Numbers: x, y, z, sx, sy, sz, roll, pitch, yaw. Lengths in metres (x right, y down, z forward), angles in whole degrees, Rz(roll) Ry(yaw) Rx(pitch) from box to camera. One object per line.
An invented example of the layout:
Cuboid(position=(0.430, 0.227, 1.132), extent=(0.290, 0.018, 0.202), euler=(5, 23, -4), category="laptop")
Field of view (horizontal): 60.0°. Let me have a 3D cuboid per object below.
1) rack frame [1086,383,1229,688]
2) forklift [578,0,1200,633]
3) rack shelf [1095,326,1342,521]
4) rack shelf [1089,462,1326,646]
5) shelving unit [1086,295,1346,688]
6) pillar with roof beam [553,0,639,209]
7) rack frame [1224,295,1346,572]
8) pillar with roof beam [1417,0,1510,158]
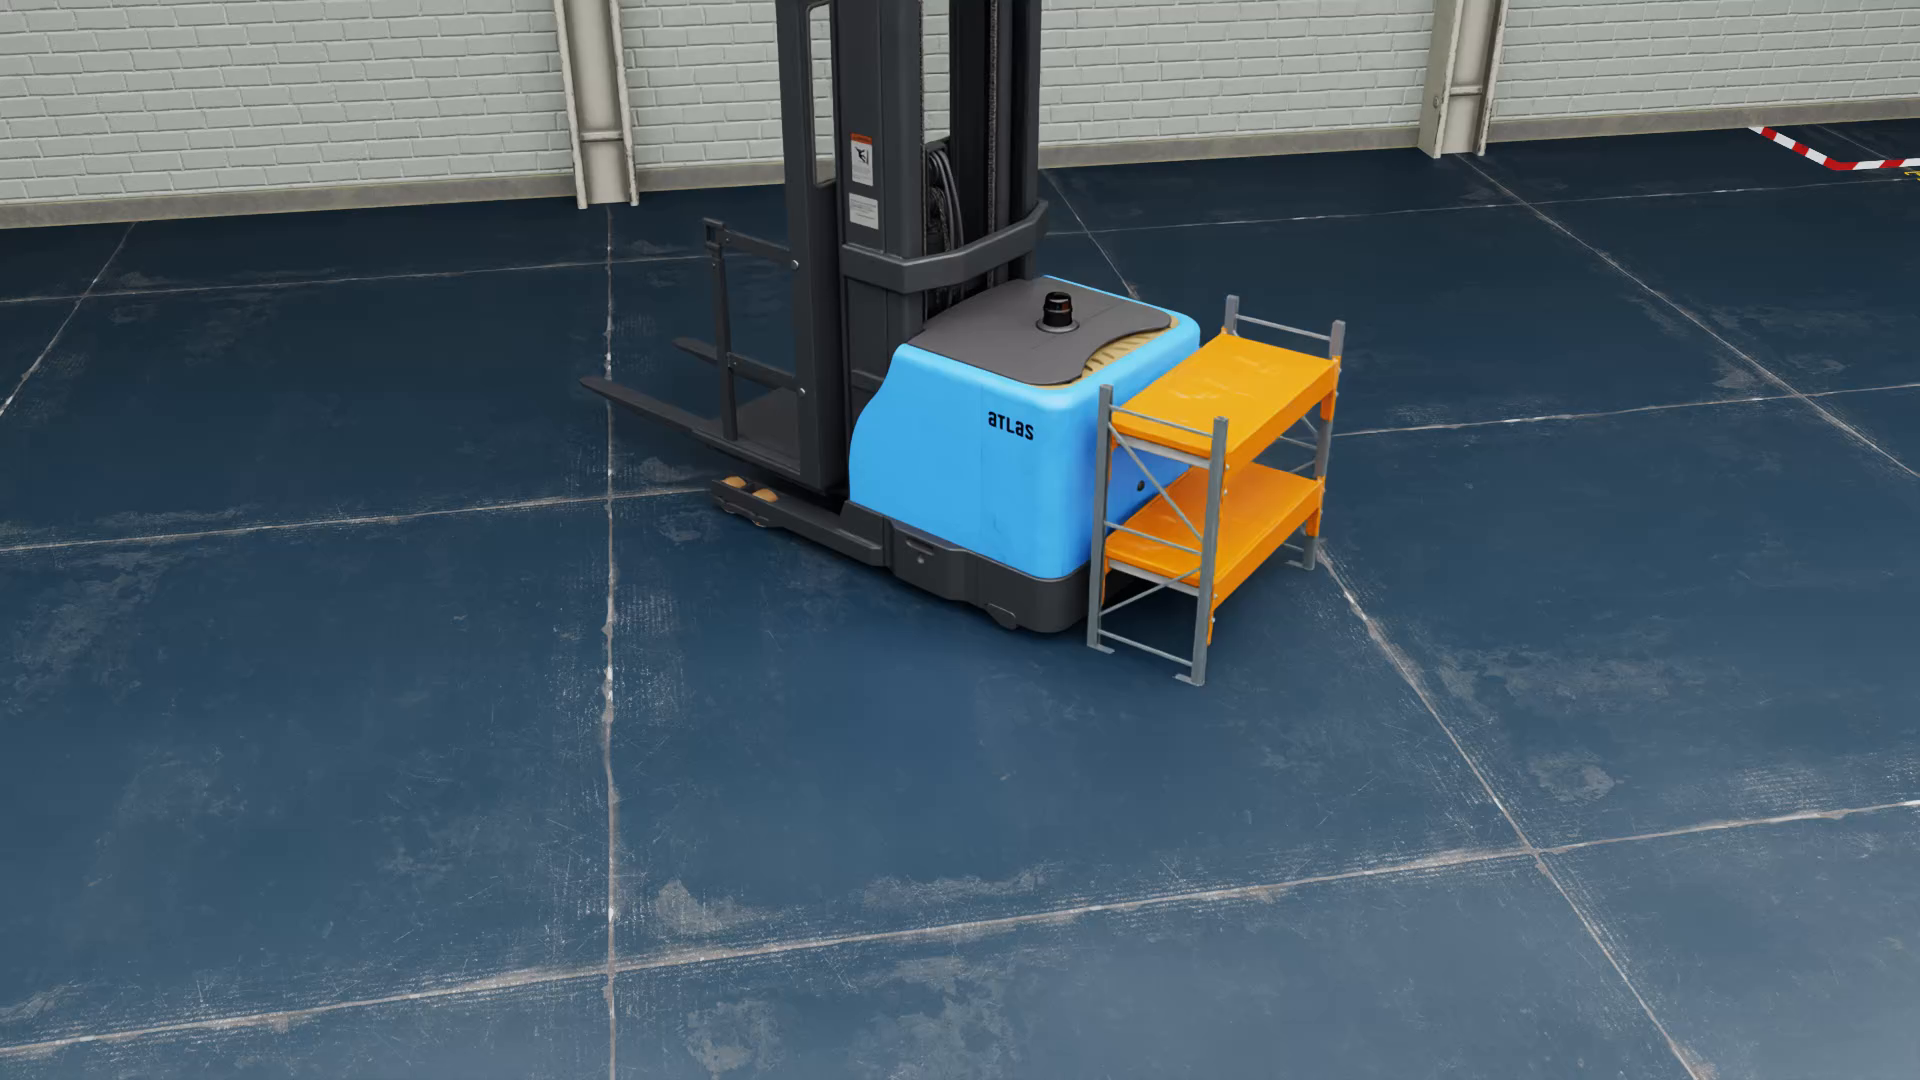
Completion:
Cuboid(position=(0.714, -0.003, 6.143), extent=(0.500, 1.125, 0.032), euler=(19, 35, 29), category="rack frame")
Cuboid(position=(-0.487, -1.506, 6.919), extent=(3.031, 2.935, 1.130), euler=(22, 37, 33), category="forklift")
Cuboid(position=(1.000, -0.468, 6.357), extent=(0.538, 0.278, 1.000), euler=(19, 35, 29), category="rack shelf")
Cuboid(position=(0.999, -0.005, 6.630), extent=(0.538, 0.278, 1.000), euler=(19, 35, 29), category="rack shelf")
Cuboid(position=(1.000, -0.216, 6.506), extent=(0.538, 1.125, 1.048), euler=(19, 35, 29), category="shelving unit")
Cuboid(position=(-1.574, -4.011, 5.193), extent=(0.400, 9.000, 9.100), euler=(-5, 31, -9), category="pillar with roof beam")
Cuboid(position=(1.286, -0.429, 6.868), extent=(0.500, 1.125, 0.032), euler=(19, 35, 29), category="rack frame")
Cuboid(position=(4.328, -4.559, 6.125), extent=(0.400, 9.000, 9.100), euler=(-5, 31, -9), category="pillar with roof beam")
